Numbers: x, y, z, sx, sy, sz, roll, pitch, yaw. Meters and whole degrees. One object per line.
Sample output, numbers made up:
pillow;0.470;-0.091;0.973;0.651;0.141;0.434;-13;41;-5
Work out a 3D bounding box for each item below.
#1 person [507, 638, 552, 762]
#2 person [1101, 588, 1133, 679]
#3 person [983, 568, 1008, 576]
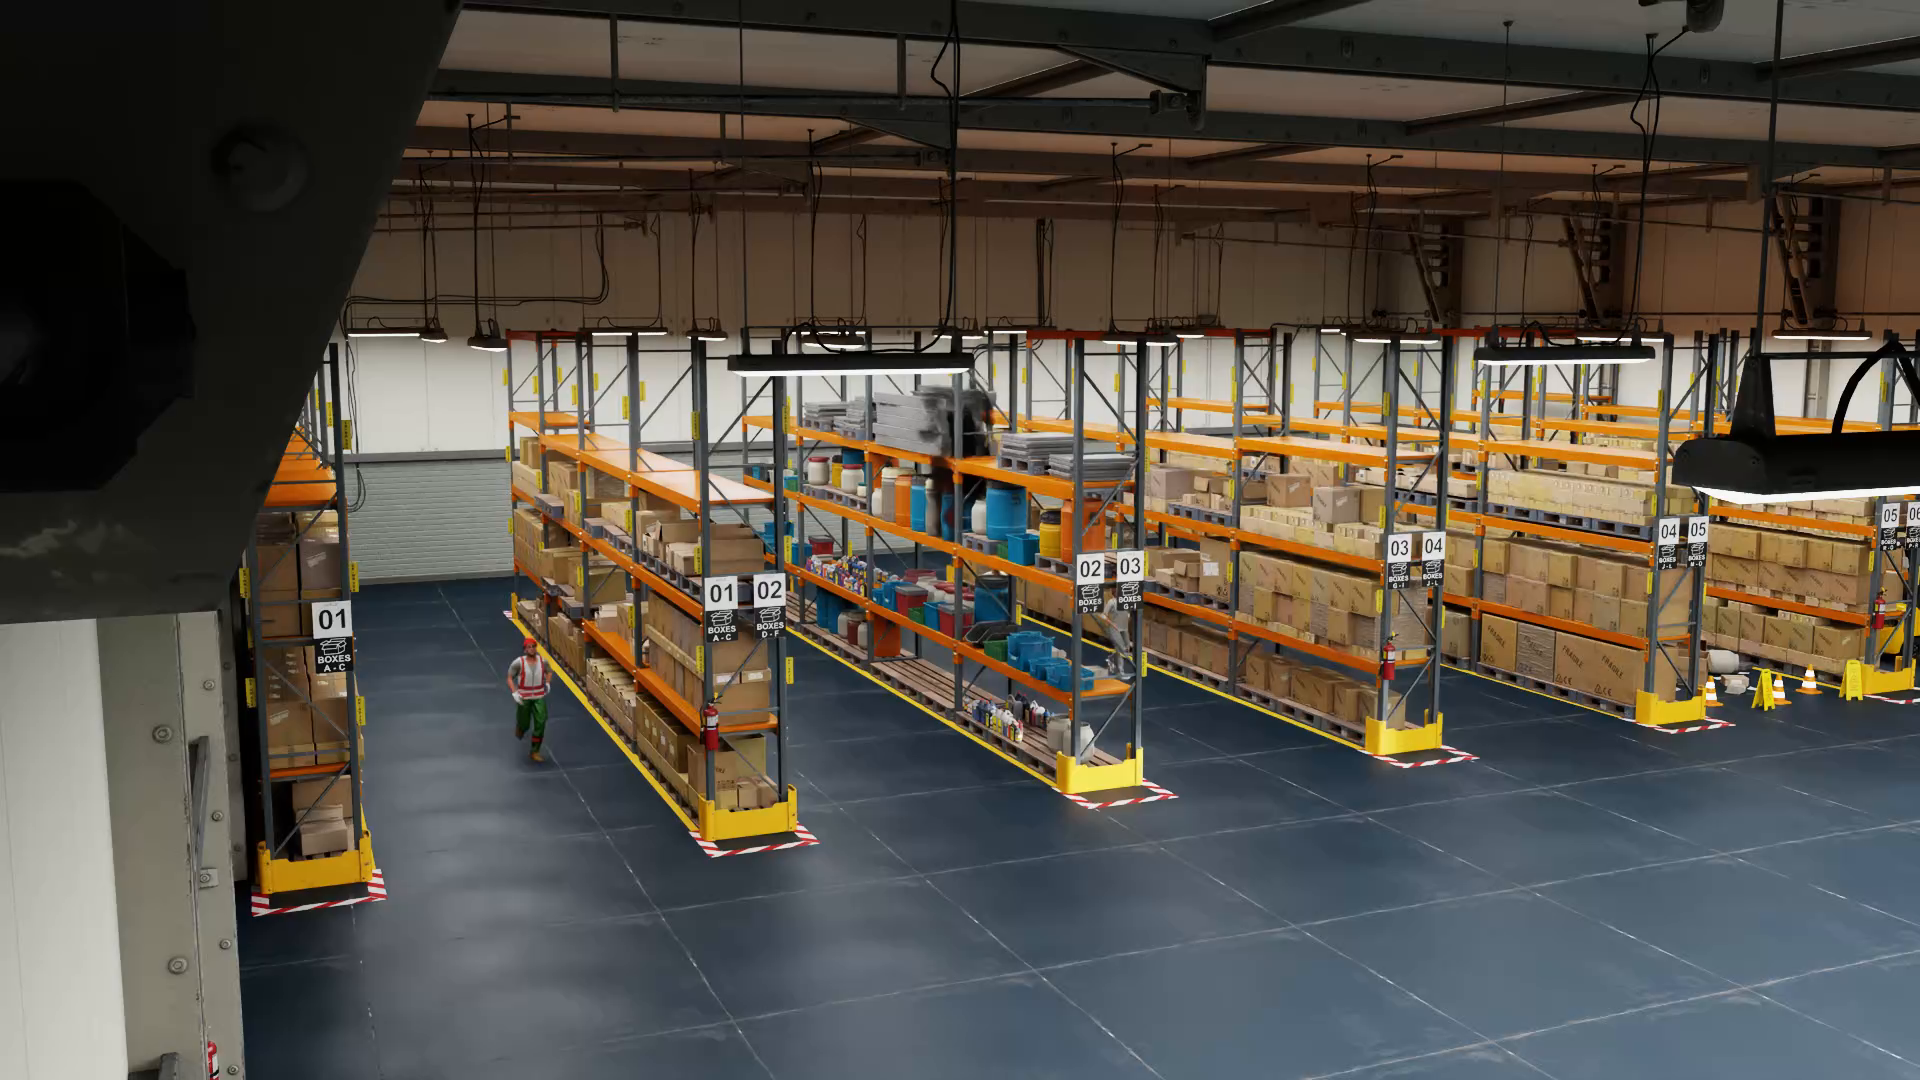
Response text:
person;-6.152;2.255;23.837;0.645;1.738;0.819;-3;8;-24
person;2.619;1.510;27.659;0.541;1.562;0.602;-6;10;-36
person;0.722;1.197;31.390;0.739;1.743;0.572;-4;9;-25
